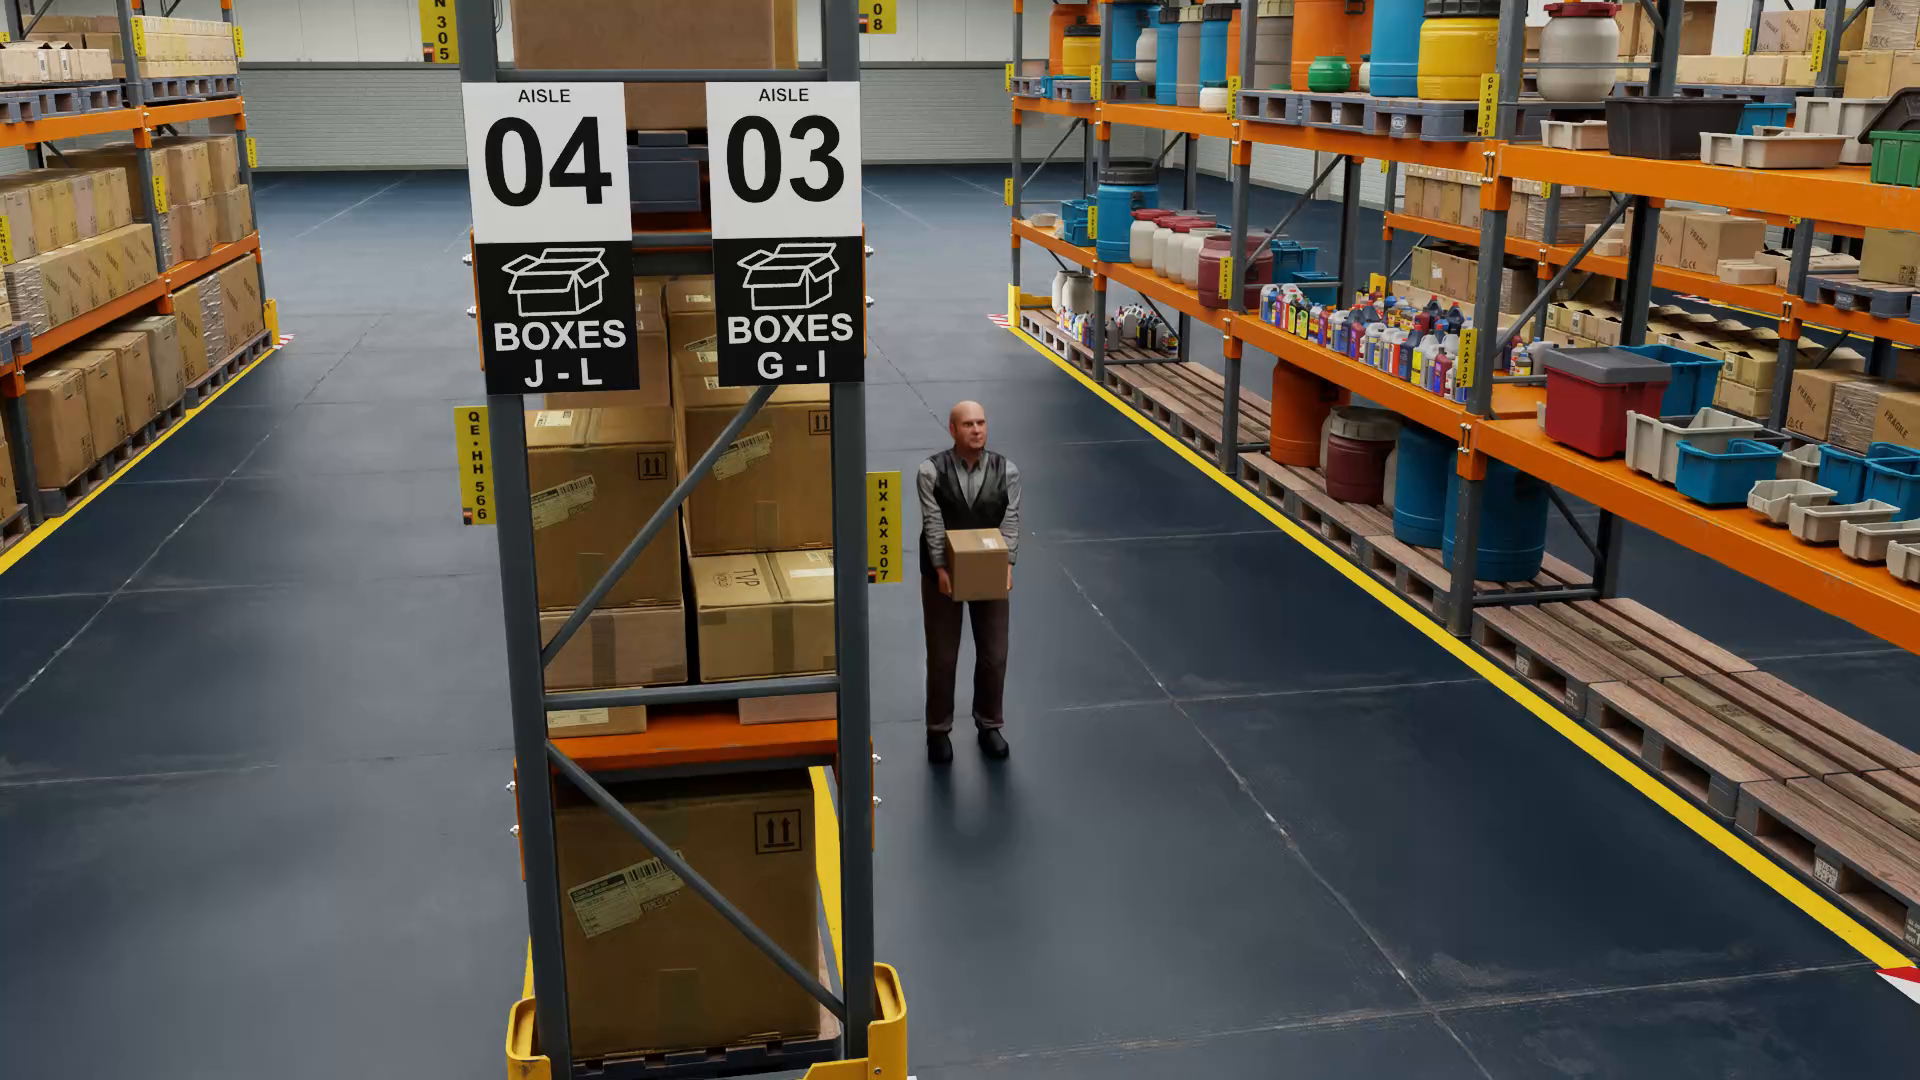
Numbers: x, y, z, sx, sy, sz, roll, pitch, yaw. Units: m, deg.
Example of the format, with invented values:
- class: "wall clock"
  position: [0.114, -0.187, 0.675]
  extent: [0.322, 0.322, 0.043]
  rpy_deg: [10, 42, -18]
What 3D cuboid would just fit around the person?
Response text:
- class: "person"
  position: [0.061, 0.218, 7.845]
  extent: [0.494, 1.711, 0.543]
  rpy_deg: [-3, 16, -9]
